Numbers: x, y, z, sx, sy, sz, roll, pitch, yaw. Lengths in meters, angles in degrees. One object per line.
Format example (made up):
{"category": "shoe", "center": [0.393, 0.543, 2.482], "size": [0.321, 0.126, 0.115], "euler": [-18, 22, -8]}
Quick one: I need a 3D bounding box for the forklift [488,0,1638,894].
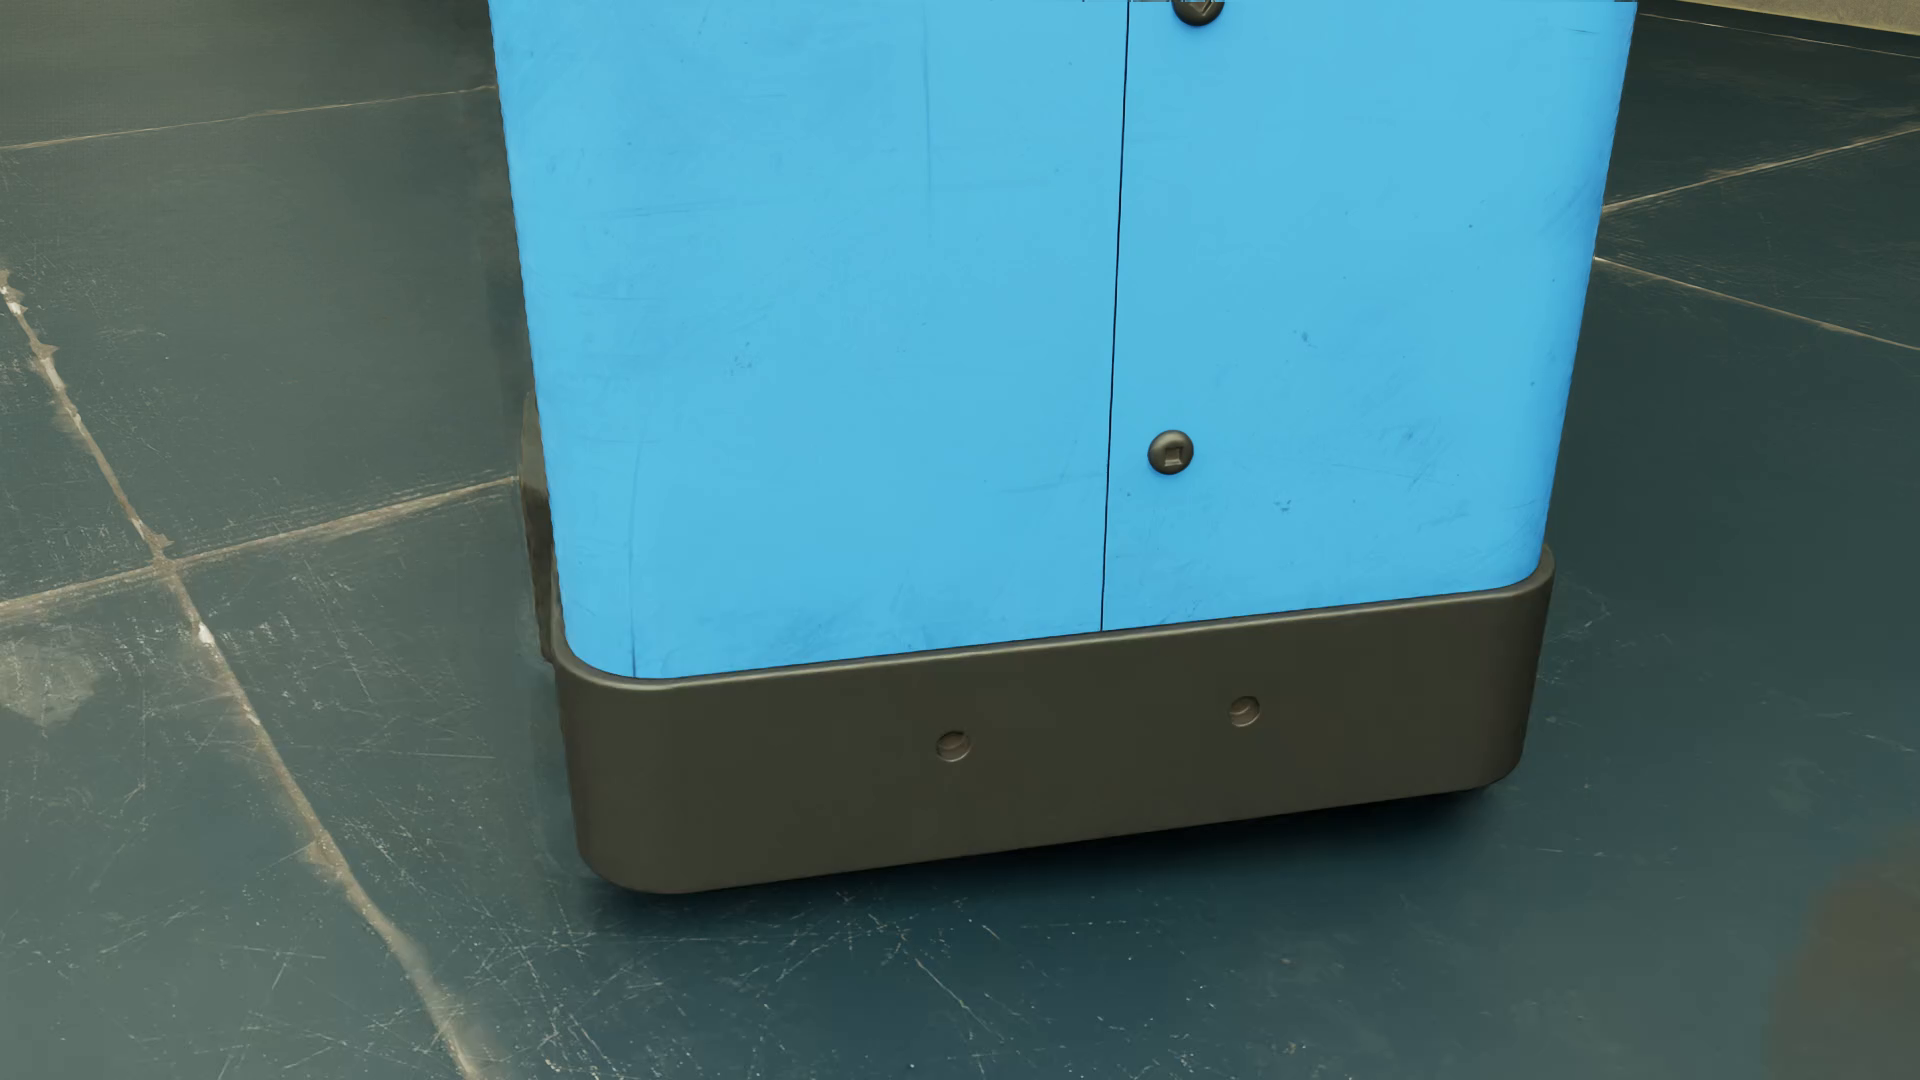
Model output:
{"category": "forklift", "center": [-0.177, -1.599, 2.420], "size": [1.130, 2.935, 3.031], "euler": [-5, 27, -11]}
